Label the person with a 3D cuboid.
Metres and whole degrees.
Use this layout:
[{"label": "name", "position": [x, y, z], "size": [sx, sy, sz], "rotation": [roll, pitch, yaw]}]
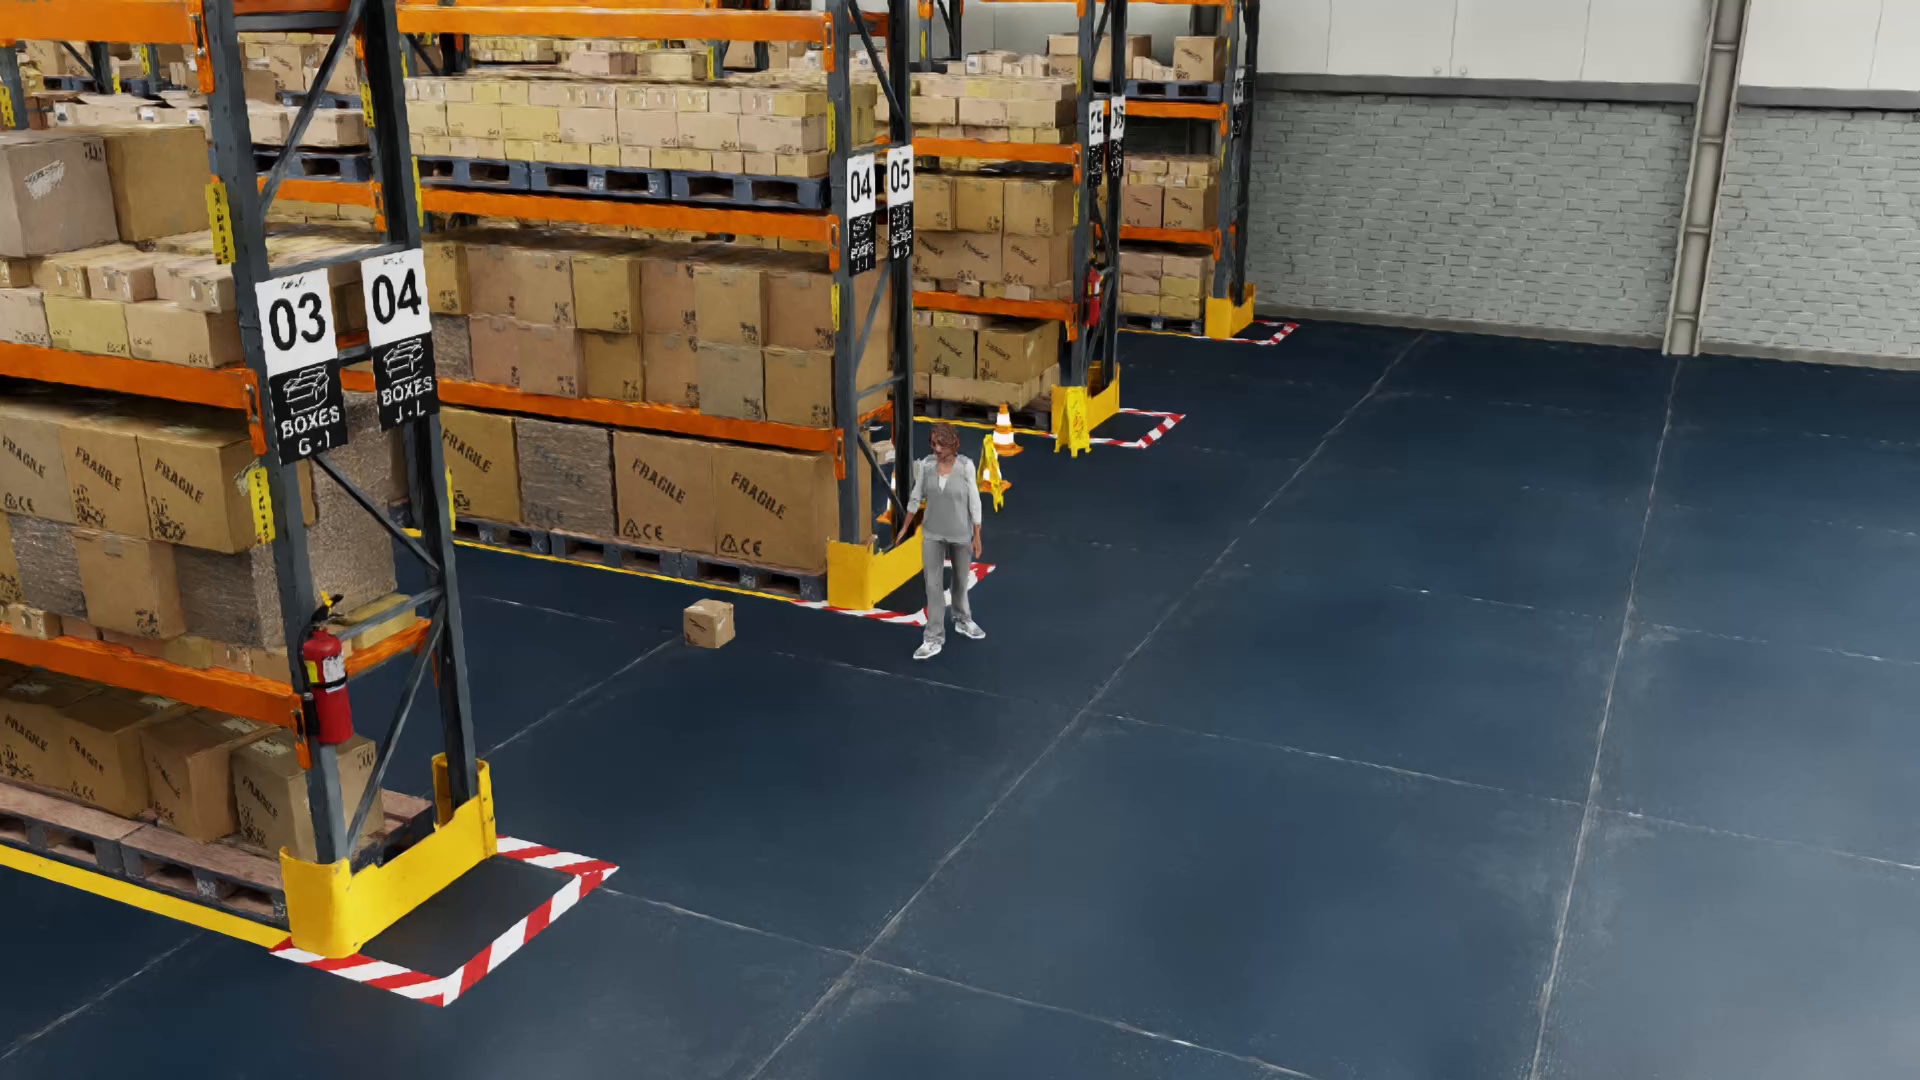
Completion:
[{"label": "person", "position": [-0.141, -0.024, 11.124], "size": [0.604, 1.583, 0.606], "rotation": [3, 19, 7]}]
